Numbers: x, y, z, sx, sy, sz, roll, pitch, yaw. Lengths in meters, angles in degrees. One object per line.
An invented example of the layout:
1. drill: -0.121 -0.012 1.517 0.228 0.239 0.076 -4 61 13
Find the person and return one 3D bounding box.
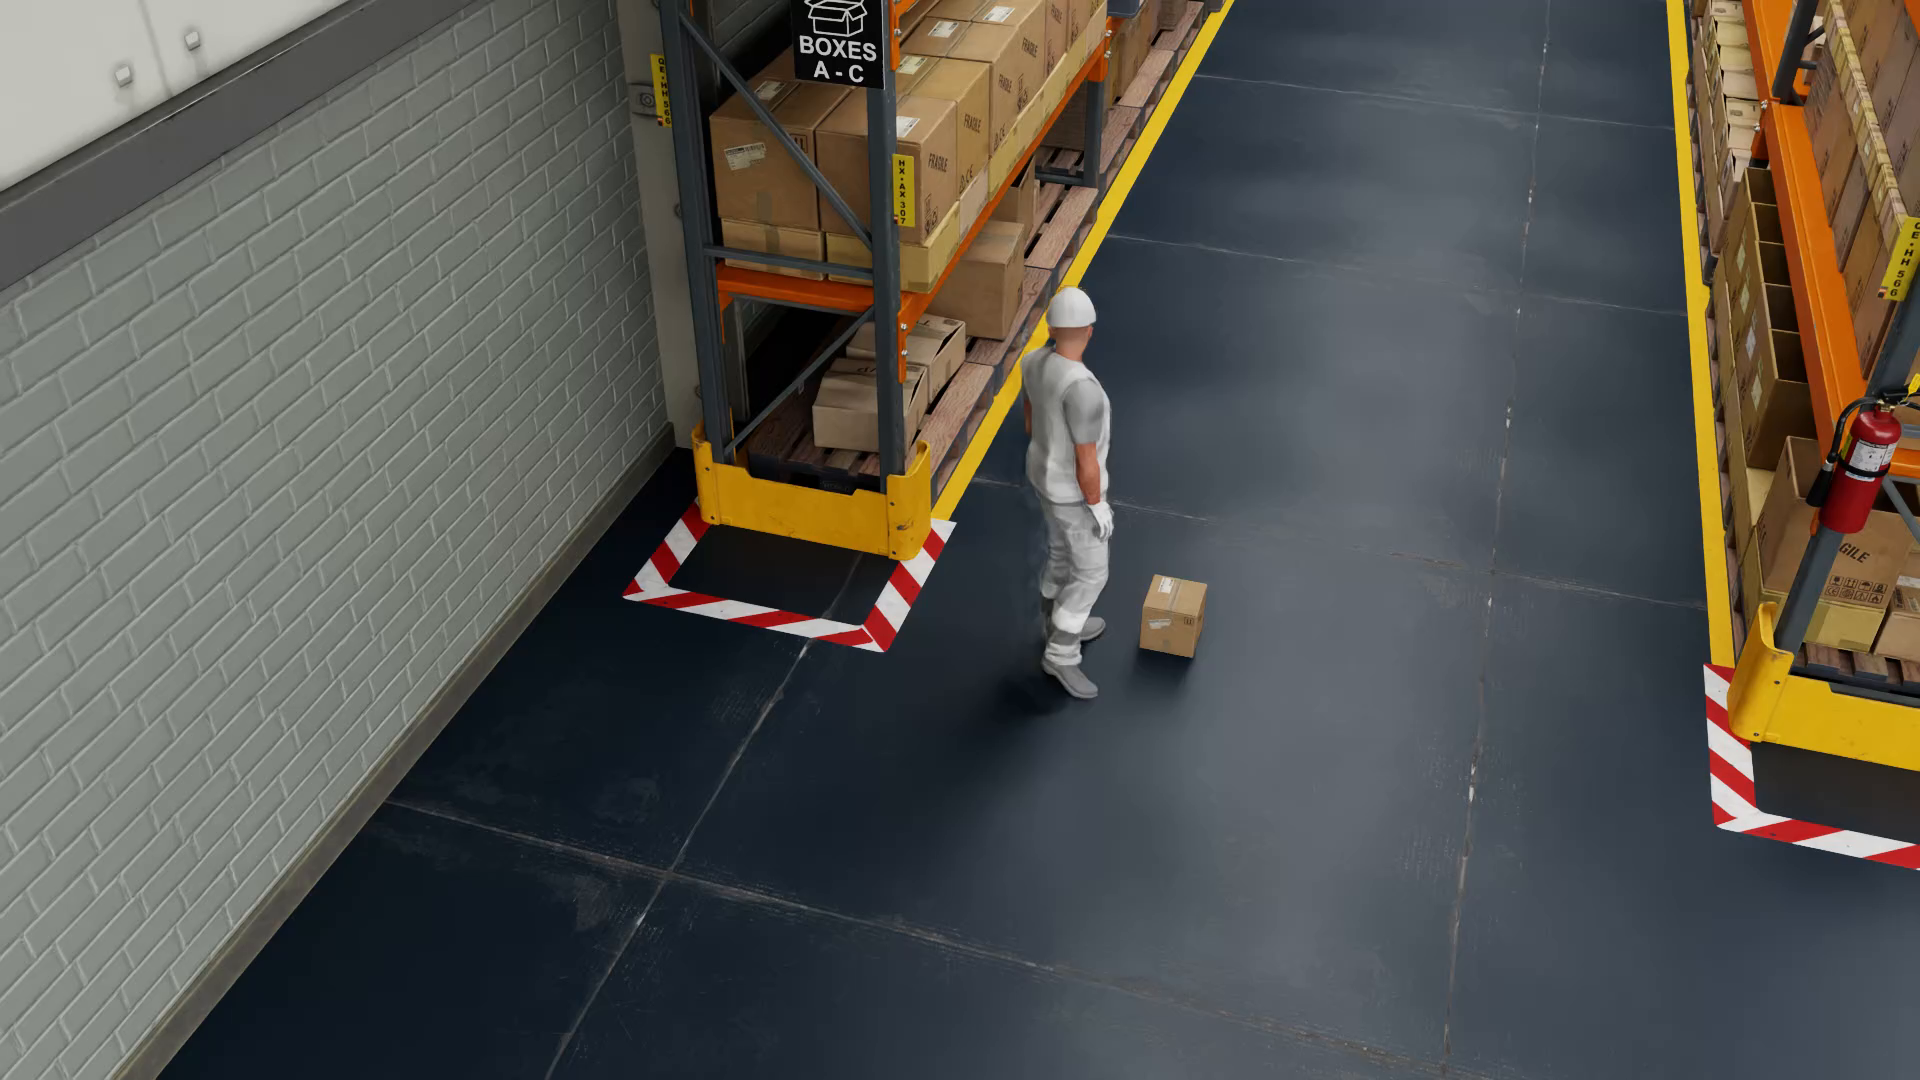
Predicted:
1. person: 0.498 -0.222 7.156 0.419 1.812 0.721 -12 38 -16
